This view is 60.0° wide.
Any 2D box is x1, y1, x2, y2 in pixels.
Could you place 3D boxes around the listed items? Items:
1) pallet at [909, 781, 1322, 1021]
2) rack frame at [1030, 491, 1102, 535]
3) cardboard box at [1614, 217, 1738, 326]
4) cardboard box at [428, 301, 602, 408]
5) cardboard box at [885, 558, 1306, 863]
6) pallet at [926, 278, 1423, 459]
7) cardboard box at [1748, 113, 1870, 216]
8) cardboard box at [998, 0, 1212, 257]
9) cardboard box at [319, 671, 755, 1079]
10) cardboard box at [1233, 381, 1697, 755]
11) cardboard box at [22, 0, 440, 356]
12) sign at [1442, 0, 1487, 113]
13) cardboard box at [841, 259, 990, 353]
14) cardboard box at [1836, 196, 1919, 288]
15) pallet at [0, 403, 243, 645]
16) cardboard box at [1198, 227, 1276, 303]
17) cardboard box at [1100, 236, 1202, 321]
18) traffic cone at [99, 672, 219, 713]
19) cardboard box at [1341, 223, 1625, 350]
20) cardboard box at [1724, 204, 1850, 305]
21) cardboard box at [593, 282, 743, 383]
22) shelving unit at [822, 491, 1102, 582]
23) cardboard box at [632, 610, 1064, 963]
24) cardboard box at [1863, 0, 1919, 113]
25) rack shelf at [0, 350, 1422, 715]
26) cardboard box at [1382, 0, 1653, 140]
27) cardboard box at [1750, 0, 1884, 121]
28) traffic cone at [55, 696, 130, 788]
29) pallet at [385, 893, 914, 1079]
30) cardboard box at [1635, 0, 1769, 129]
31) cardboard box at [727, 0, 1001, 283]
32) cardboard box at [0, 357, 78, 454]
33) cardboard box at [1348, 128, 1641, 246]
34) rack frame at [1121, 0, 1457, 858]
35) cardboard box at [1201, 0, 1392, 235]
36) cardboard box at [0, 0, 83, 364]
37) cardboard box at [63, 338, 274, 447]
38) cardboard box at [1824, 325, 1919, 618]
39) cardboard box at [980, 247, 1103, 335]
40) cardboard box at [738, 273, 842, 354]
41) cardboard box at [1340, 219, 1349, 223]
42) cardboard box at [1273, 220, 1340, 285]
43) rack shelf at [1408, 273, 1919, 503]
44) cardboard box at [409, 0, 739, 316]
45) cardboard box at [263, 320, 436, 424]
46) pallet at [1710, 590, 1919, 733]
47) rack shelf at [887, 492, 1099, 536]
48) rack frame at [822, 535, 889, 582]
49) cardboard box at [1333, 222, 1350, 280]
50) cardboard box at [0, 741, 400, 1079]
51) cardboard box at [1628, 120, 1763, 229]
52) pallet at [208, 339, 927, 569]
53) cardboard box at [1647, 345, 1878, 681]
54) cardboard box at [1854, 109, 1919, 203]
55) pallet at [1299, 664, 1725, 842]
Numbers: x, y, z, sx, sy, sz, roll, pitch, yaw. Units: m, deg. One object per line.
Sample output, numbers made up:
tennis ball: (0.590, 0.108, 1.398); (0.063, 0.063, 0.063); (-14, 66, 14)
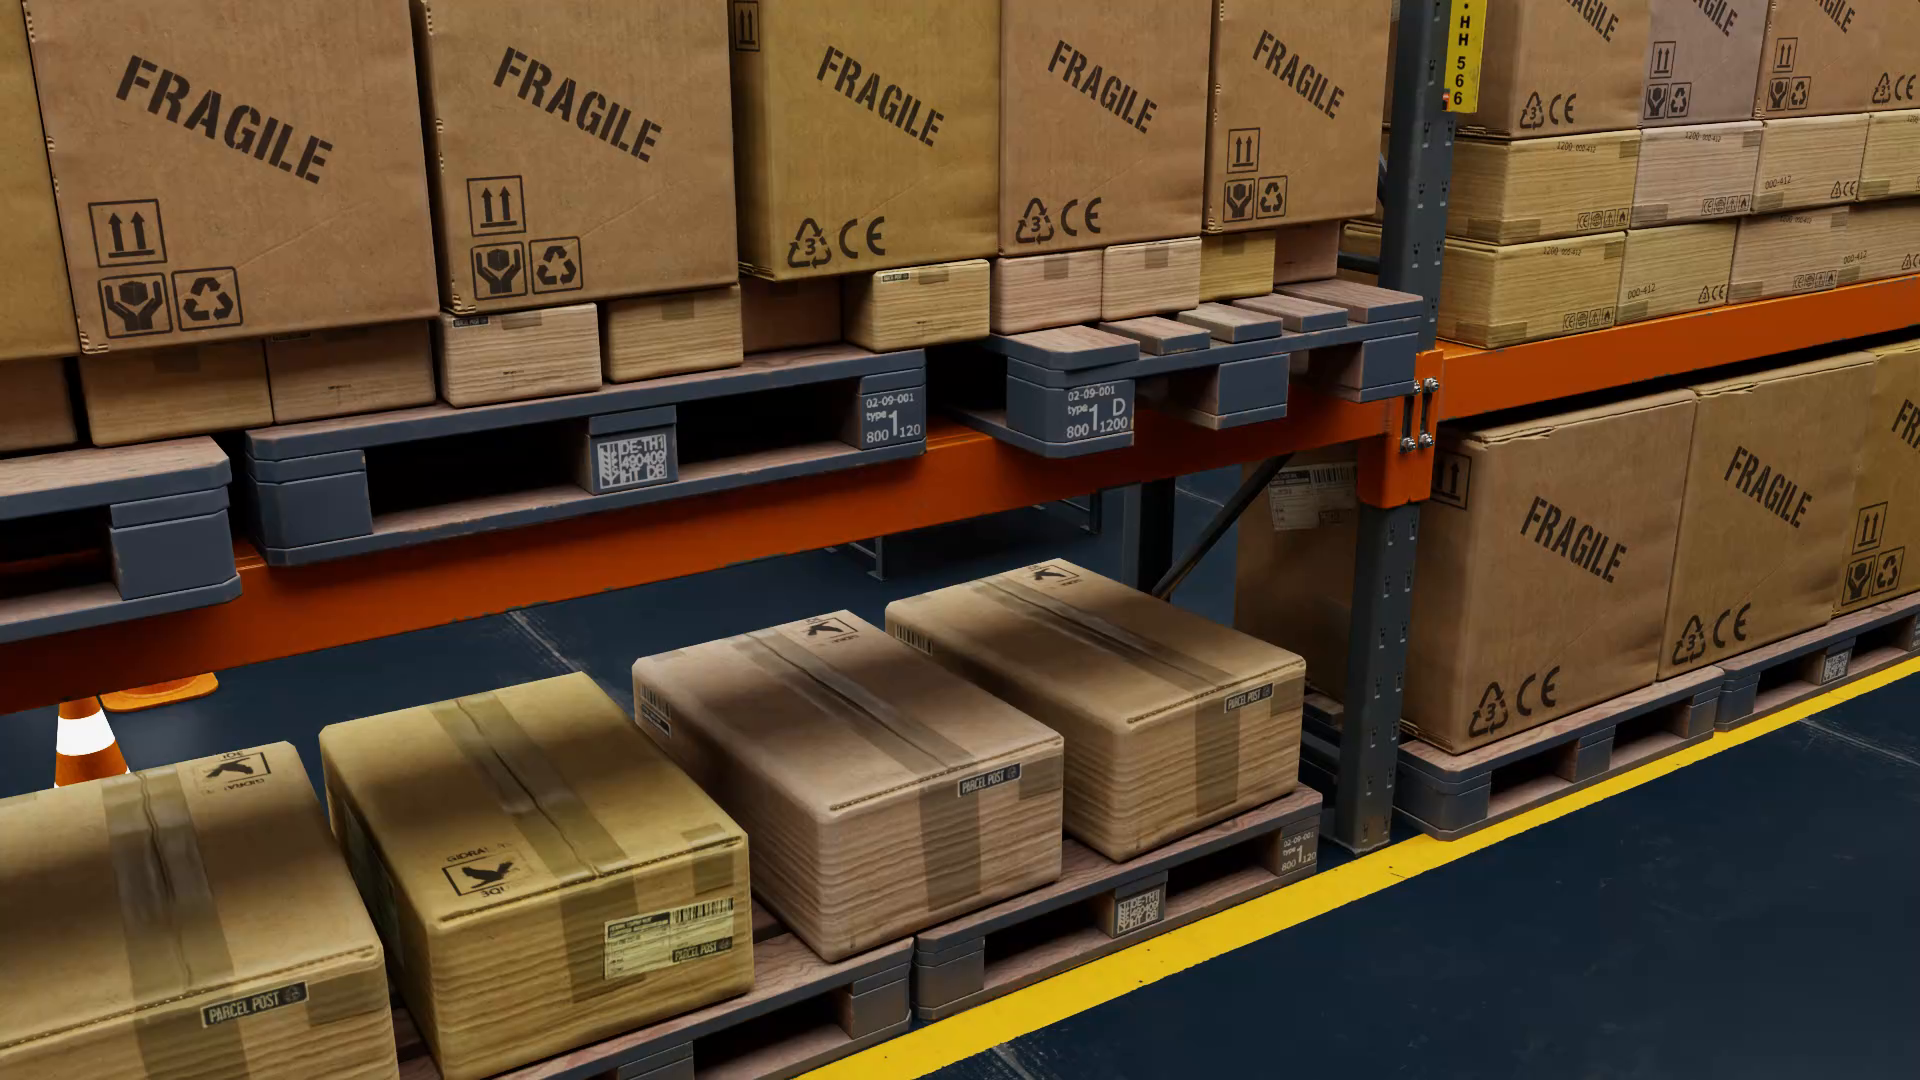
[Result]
pallet: (0.150, 0.717, 4.294); (1.213, 0.211, 1.003); (-12, 22, -31)
rack frame: (0.430, -0.624, 6.833); (0.032, 1.125, 0.500); (-12, 22, -31)
cardboard box: (1.770, -0.784, 4.615); (0.500, 0.250, 0.500); (-13, 22, -33)
cardboard box: (-0.798, -0.351, 2.837); (0.250, 0.149, 0.380); (-11, 22, -29)
cardboard box: (0.326, 0.402, 4.320); (0.625, 0.372, 0.950); (-14, 23, -35)
pallet: (0.267, -0.496, 3.828); (1.003, 0.211, 1.213); (-12, 22, -31)
cardboard box: (2.218, -1.105, 4.784); (0.500, 0.250, 0.500); (-12, 22, -32)
cardboard box: (0.151, -0.880, 3.387); (0.500, 0.500, 0.500); (-12, 22, -32)
cardboard box: (-0.922, 0.666, 3.539); (0.625, 0.372, 0.950); (-11, 22, -30)
cardboard box: (1.426, -0.033, 4.820); (0.875, 0.875, 0.875); (-12, 22, -32)
cardboard box: (-1.150, -0.601, 2.564); (0.500, 0.500, 0.500); (-12, 22, -32)
sign: (1.110, -1.109, 3.656); (0.005, 0.325, 0.100); (-12, 22, -31)
cardboard box: (-0.148, -0.483, 3.226); (0.250, 0.149, 0.380); (-11, 22, -30)
cardboard box: (2.621, -0.963, 5.143); (0.500, 0.250, 0.500); (-12, 22, -31)
pallet: (-1.819, -0.041, 2.483); (1.213, 0.211, 1.003); (-12, 22, -31)
cardboard box: (0.475, -0.634, 3.672); (0.250, 0.149, 0.380); (-12, 22, -31)
cardboard box: (0.289, -0.577, 3.506); (0.250, 0.149, 0.380); (-12, 22, -32)
traffic cone: (-2.579, 0.254, 5.271); (0.334, 0.463, 0.336); (-12, 22, -31)
cardboard box: (1.351, -0.689, 4.333); (0.500, 0.250, 0.500); (-12, 22, -32)
cardboard box: (2.211, -0.875, 4.883); (0.500, 0.250, 0.500); (-11, 22, -30)
cardboard box: (-0.591, -0.406, 2.999); (0.250, 0.149, 0.380); (-13, 22, -33)
shelving unit: (0.006, -0.534, 6.568); (1.048, 1.125, 0.538); (-12, 22, -31)
cardboard box: (-0.286, 0.534, 3.929); (0.625, 0.372, 0.950); (-12, 22, -32)
cardboard box: (2.623, -1.548, 4.924); (0.500, 0.500, 0.500); (-12, 22, -31)
rack shelf: (-0.867, -0.048, 3.326); (4.000, 0.370, 1.077); (-12, 22, -31)
cardboard box: (1.350, -1.284, 4.140); (0.500, 0.500, 0.500); (-13, 22, -33)
cardboard box: (2.199, -1.460, 4.664); (0.500, 0.500, 0.500); (-11, 22, -30)
traffic cone: (-2.272, 0.572, 4.329); (0.334, 0.463, 0.336); (-12, 22, -31)
pallet: (-0.868, 0.931, 3.662); (1.213, 0.211, 1.003); (-12, 22, -31)
cardboard box: (1.759, -1.373, 4.407); (0.500, 0.500, 0.500); (-12, 22, -31)
cardboard box: (-0.270, -0.791, 3.123); (0.500, 0.500, 0.500); (-14, 23, -35)
cardboard box: (-1.494, -0.241, 2.511); (0.250, 0.149, 0.380); (-10, 21, -28)
cardboard box: (1.362, -0.930, 4.266); (0.500, 0.250, 0.500); (-12, 22, -32)
rack frame: (0.803, -0.741, 4.253); (0.127, 3.000, 1.000); (-12, 22, -31)
cardboard box: (0.577, -0.974, 3.665); (0.500, 0.500, 0.500); (-13, 22, -33)
cardboard box: (-1.570, -0.518, 2.317); (0.500, 0.500, 0.500); (-12, 22, -31)
cardboard box: (-1.256, -0.275, 2.612); (0.250, 0.149, 0.380); (-12, 22, -31)
cardboard box: (2.920, -0.346, 5.747); (0.875, 0.875, 0.875); (-11, 22, -30)
cardboard box: (0.075, -0.535, 3.381); (0.250, 0.149, 0.380); (-13, 23, -34)
cardboard box: (-0.427, -0.472, 3.195); (0.250, 0.149, 0.380); (-12, 22, -31)
cardboard box: (1.068, -1.060, 4.650); (0.500, 0.250, 0.500); (-12, 22, -32)
cardboard box: (0.659, -0.700, 3.869); (0.250, 0.149, 0.380); (-11, 22, -29)
rack shelf: (2.474, -0.753, 5.410); (4.000, 0.370, 1.077); (-12, 22, -31)
cardboard box: (-0.726, -0.695, 2.840); (0.500, 0.500, 0.500); (-13, 23, -34)
cardboard box: (-1.049, -0.318, 2.740); (0.250, 0.149, 0.380); (-12, 22, -31)
pallet: (2.521, 0.248, 5.683); (1.213, 0.211, 1.003); (-12, 22, -31)
rack shelf: (0.006, -0.302, 6.646); (1.000, 0.278, 0.538); (-12, 22, -31)
rack frame: (-0.419, -0.445, 6.303); (0.032, 1.125, 0.500); (-12, 22, -31)
cardboard box: (1.083, -0.829, 4.746); (0.500, 0.250, 0.500); (-13, 23, -33)
cardboard box: (-1.502, 0.789, 3.175); (0.625, 0.372, 0.950); (-10, 21, -28)
cardboard box: (1.795, -1.021, 4.534); (0.500, 0.250, 0.500); (-11, 22, -30)
pallet: (-0.827, -0.291, 3.220); (1.213, 0.211, 1.003); (-12, 22, -31)
cardboard box: (2.173, -0.189, 5.282); (0.875, 0.875, 0.875); (-12, 22, -31)
cardboard box: (2.649, -1.191, 5.038); (0.500, 0.250, 0.500); (-11, 22, -30)
pallet: (1.503, 0.461, 5.051); (1.213, 0.211, 1.003); (-12, 22, -31)
